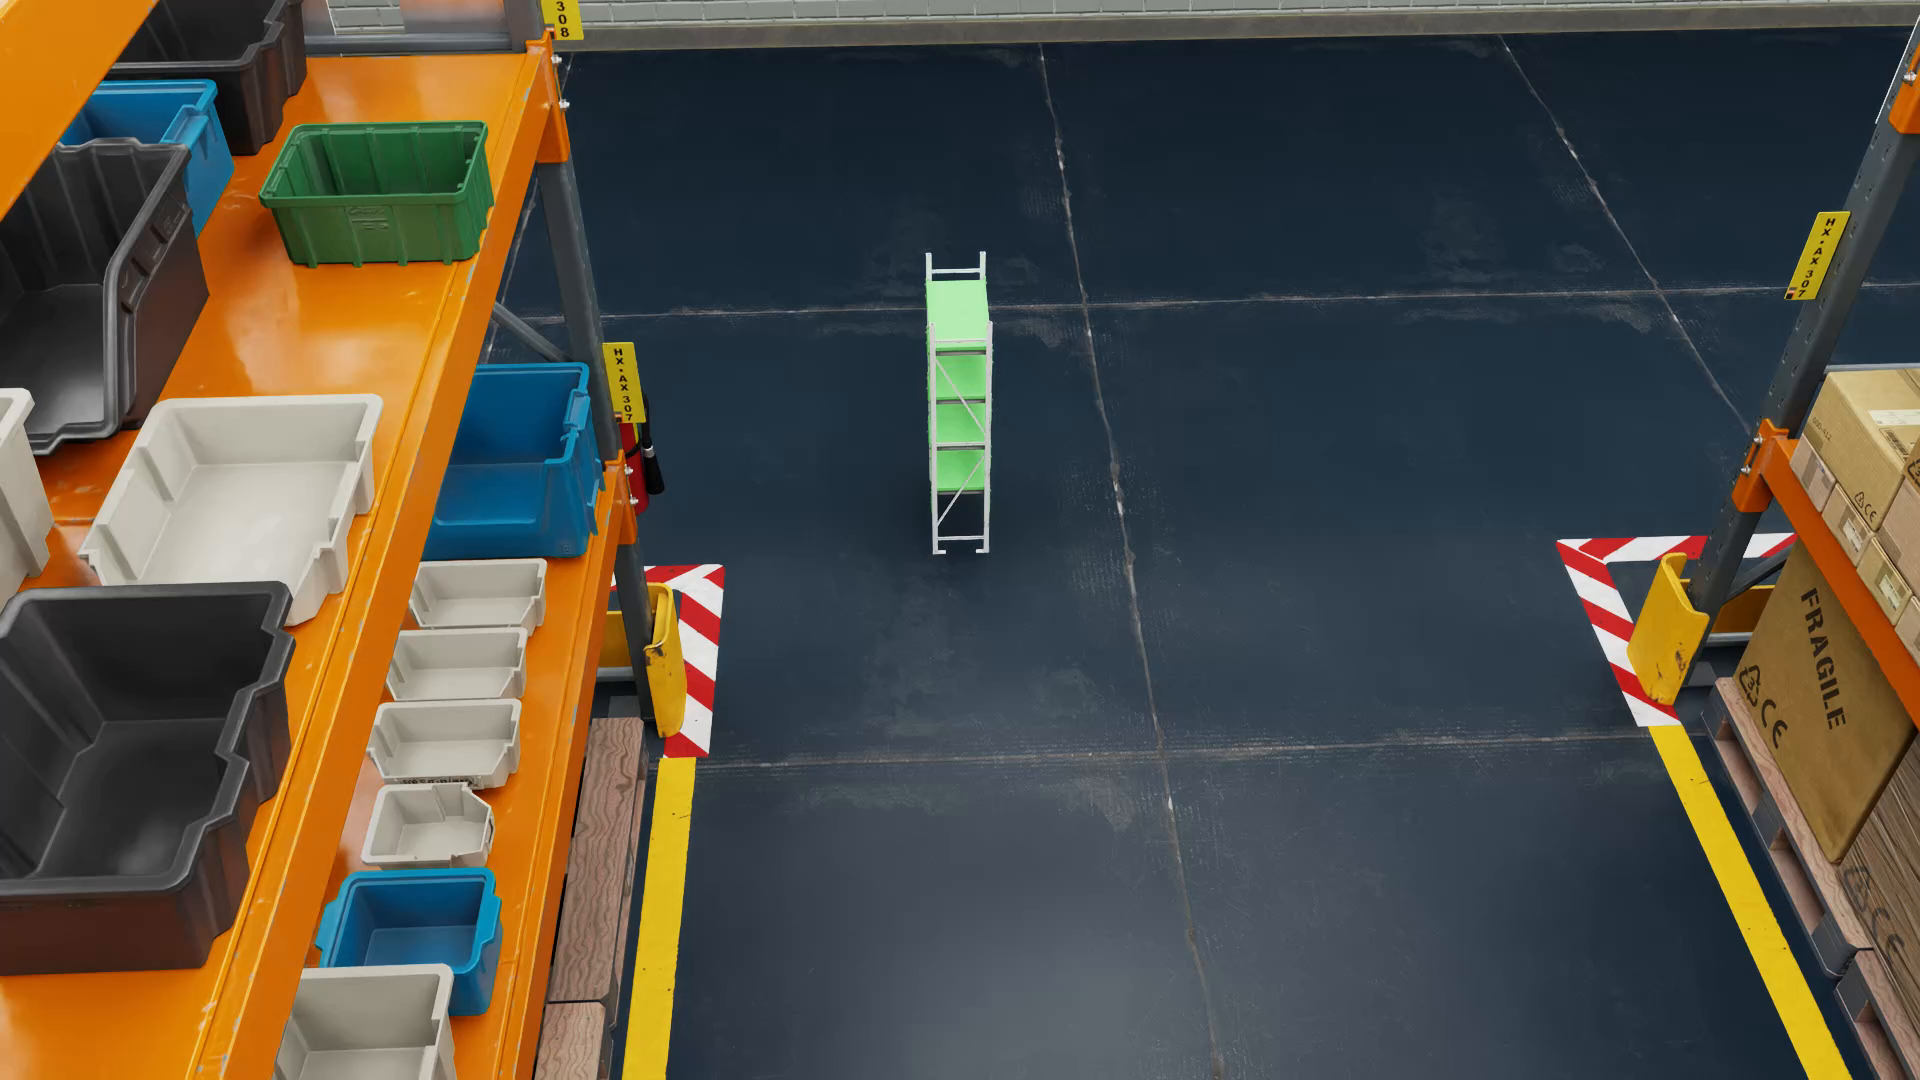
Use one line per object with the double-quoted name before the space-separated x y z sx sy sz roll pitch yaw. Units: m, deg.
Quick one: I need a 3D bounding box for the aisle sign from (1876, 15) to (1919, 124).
"aisle sign" 2.993 -1.568 4.817 0.394 0.787 0.004 -2 43 -2

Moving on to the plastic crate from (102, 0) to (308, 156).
"plastic crate" -1.915 -1.218 4.235 0.497 0.269 0.590 -2 43 -2

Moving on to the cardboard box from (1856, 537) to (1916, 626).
"cardboard box" 3.004 0.118 5.088 0.380 0.149 0.250 -3 43 -3

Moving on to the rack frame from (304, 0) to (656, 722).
"rack frame" -1.653 -0.428 5.497 1.000 3.000 0.127 -2 43 -2

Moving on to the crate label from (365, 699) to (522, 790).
"crate label" -1.403 0.576 4.553 0.396 0.136 0.243 -2 43 -2

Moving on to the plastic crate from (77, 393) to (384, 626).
"plastic crate" -1.317 -0.049 3.058 0.437 0.136 0.530 -2 43 -2

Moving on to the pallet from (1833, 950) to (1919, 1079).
"pallet" 3.456 1.817 5.112 1.003 0.211 1.213 -2 43 -2

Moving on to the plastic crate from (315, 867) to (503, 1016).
"plastic crate" -1.310 0.991 4.029 0.416 0.233 0.300 -2 43 -2

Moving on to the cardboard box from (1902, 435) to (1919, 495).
"cardboard box" 3.067 -0.232 4.619 0.500 0.500 0.500 -3 43 -3

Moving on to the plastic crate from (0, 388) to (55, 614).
"plastic crate" -1.867 0.015 2.882 0.437 0.282 0.530 -2 43 -2

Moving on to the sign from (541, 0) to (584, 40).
"sign" -1.104 -1.522 4.548 0.100 0.325 0.005 -2 43 -2

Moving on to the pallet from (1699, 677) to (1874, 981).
"pallet" 3.408 0.995 6.008 1.003 0.211 1.213 -2 43 -2

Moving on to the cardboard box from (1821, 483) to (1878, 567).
"cardboard box" 2.993 -0.055 5.276 0.380 0.149 0.250 -2 43 -2

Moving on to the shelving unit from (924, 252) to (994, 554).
"shelving unit" -0.007 -0.554 6.966 0.258 1.200 0.503 -2 43 -2

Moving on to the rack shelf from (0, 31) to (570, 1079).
"rack shelf" -1.568 0.082 3.254 1.077 0.370 4.000 -2 43 -2

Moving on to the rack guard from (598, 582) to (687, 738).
"rack guard" -1.667 0.478 6.359 1.175 0.500 0.348 -2 43 -2

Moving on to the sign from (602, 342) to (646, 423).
"sign" -1.104 -0.515 5.471 0.100 0.325 0.005 -2 43 -2

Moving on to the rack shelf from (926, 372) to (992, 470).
"rack shelf" -0.007 -0.507 7.010 0.258 0.148 0.480 -2 43 -2

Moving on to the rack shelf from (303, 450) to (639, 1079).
"rack shelf" -1.568 1.187 4.267 1.077 0.370 4.000 -2 43 -2

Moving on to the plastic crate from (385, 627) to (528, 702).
"plastic crate" -1.440 0.388 4.757 0.396 0.136 0.243 -2 43 -2

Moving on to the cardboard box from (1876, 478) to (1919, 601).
"cardboard box" 3.075 0.058 4.858 0.500 0.250 0.500 -2 43 -2

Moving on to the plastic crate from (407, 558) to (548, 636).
"plastic crate" -1.437 0.192 4.971 0.396 0.136 0.243 -2 43 -2

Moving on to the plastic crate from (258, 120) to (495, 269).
"plastic crate" -1.326 -0.798 3.838 0.450 0.188 0.336 -2 43 -2

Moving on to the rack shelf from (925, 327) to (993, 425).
"rack shelf" -0.007 -0.684 6.847 0.258 0.148 0.480 -2 43 -2

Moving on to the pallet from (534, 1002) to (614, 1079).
"pallet" -1.608 1.979 4.934 1.003 0.211 1.213 -2 43 -2

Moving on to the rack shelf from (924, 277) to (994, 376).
"rack shelf" -0.007 -0.861 6.685 0.258 0.148 0.480 -2 43 -2

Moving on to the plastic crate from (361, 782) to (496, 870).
"plastic crate" -1.372 0.775 4.335 0.298 0.136 0.250 -2 43 -2

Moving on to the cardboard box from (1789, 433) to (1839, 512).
"cardboard box" 2.981 -0.228 5.465 0.380 0.149 0.250 -1 43 -1

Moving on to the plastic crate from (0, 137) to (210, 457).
"plastic crate" -1.863 -0.472 3.371 0.504 0.338 0.767 -2 43 -2

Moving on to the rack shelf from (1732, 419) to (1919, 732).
"rack shelf" 3.380 1.045 4.422 1.077 0.370 4.000 -2 43 -2

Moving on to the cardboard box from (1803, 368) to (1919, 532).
"cardboard box" 3.046 -0.293 5.240 0.500 0.250 0.500 -3 43 -3

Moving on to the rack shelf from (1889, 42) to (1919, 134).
"rack shelf" 3.380 -0.061 3.409 1.077 0.370 4.000 -2 43 -2

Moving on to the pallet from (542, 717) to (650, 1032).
"pallet" -1.657 1.158 5.831 1.003 0.211 1.213 -2 43 -2

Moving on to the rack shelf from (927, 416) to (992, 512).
"rack shelf" -0.007 -0.330 7.172 0.258 0.148 0.480 -2 43 -2

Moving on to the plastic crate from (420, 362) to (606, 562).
"plastic crate" -1.452 -0.242 5.224 0.616 0.435 0.499 -2 43 -2

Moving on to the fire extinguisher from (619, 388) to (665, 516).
"fire extinguisher" -1.205 -0.377 5.775 0.296 0.674 0.183 -2 43 -2

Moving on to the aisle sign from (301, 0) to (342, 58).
"aisle sign" -1.953 -1.426 4.662 0.394 0.787 0.004 -2 43 -2

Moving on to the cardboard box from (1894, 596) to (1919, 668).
"cardboard box" 3.017 0.294 4.896 0.380 0.149 0.250 -2 43 -2

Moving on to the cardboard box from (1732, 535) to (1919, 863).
"cardboard box" 3.403 0.488 5.759 0.875 0.875 0.875 -2 43 -2

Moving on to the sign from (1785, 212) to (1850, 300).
"sign" 2.741 -0.907 5.320 0.100 0.325 0.005 -2 43 -2

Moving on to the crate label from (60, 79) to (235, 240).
"crate label" -1.937 -0.847 3.844 0.408 0.251 0.502 -2 43 -2

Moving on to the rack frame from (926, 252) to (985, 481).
"rack frame" -0.017 -0.719 7.146 0.240 1.200 0.015 -2 43 -2

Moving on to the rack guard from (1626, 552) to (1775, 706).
"rack guard" 3.294 0.335 6.514 1.175 0.500 0.348 -2 43 -2

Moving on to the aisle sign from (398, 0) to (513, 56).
"aisle sign" -1.363 -1.443 4.681 0.394 0.787 0.004 -2 43 -2

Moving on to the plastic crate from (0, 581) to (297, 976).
"plastic crate" -1.262 0.368 2.505 0.497 0.269 0.590 -2 43 -2

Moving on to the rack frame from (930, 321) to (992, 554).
"rack frame" 0.003 -0.389 6.787 0.240 1.200 0.015 -2 43 -2

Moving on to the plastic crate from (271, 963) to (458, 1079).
"plastic crate" -1.364 1.258 3.701 0.437 0.282 0.530 -2 43 -2

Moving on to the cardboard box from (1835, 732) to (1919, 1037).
"cardboard box" 3.441 1.102 5.089 0.875 0.875 0.875 -2 43 -2

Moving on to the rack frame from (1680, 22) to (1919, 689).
"rack frame" 3.296 -0.570 5.652 1.000 3.000 0.127 -2 43 -2
